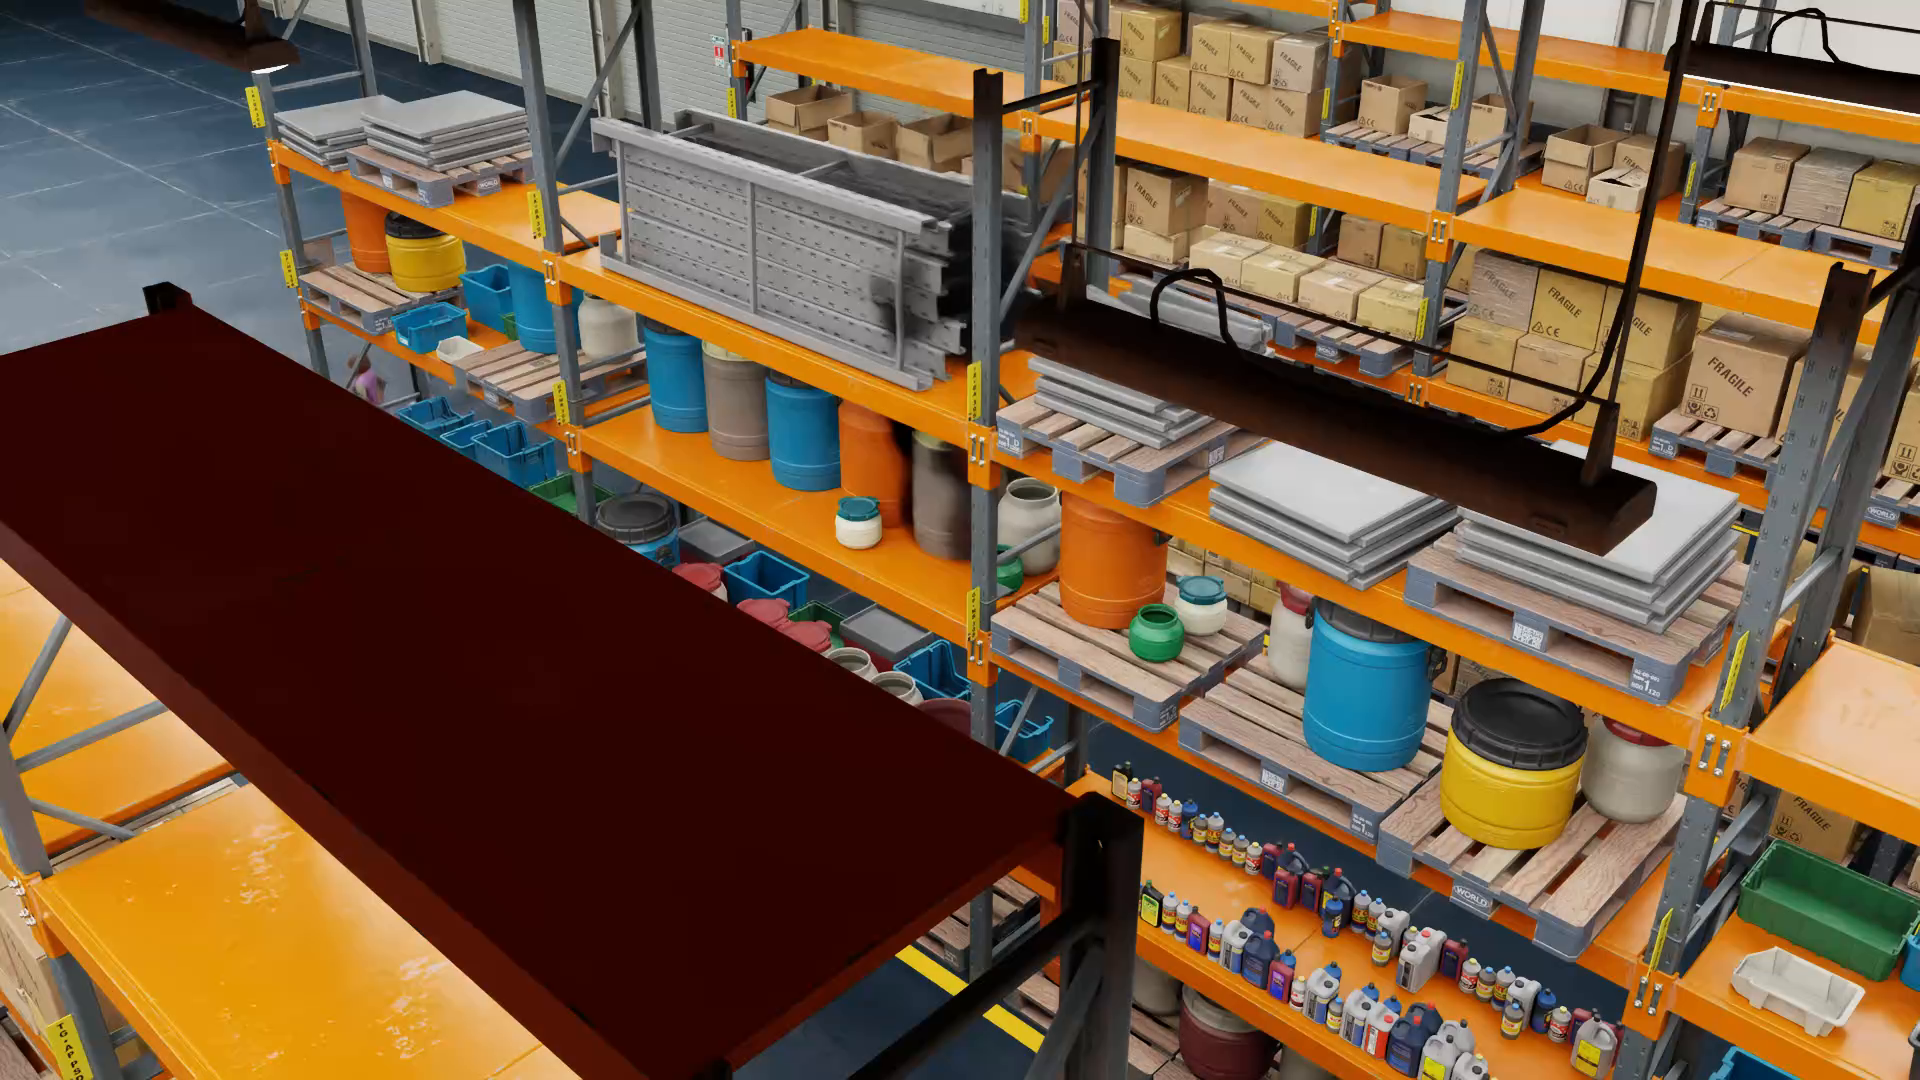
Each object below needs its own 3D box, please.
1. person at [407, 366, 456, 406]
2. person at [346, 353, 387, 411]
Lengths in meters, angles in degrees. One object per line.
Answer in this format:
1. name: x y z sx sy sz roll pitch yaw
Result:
1. person: -5.958 -2.337 18.622 0.732 1.765 0.684 -13 32 -22
2. person: -6.030 -1.209 16.825 0.507 1.526 0.560 -5 30 -9
